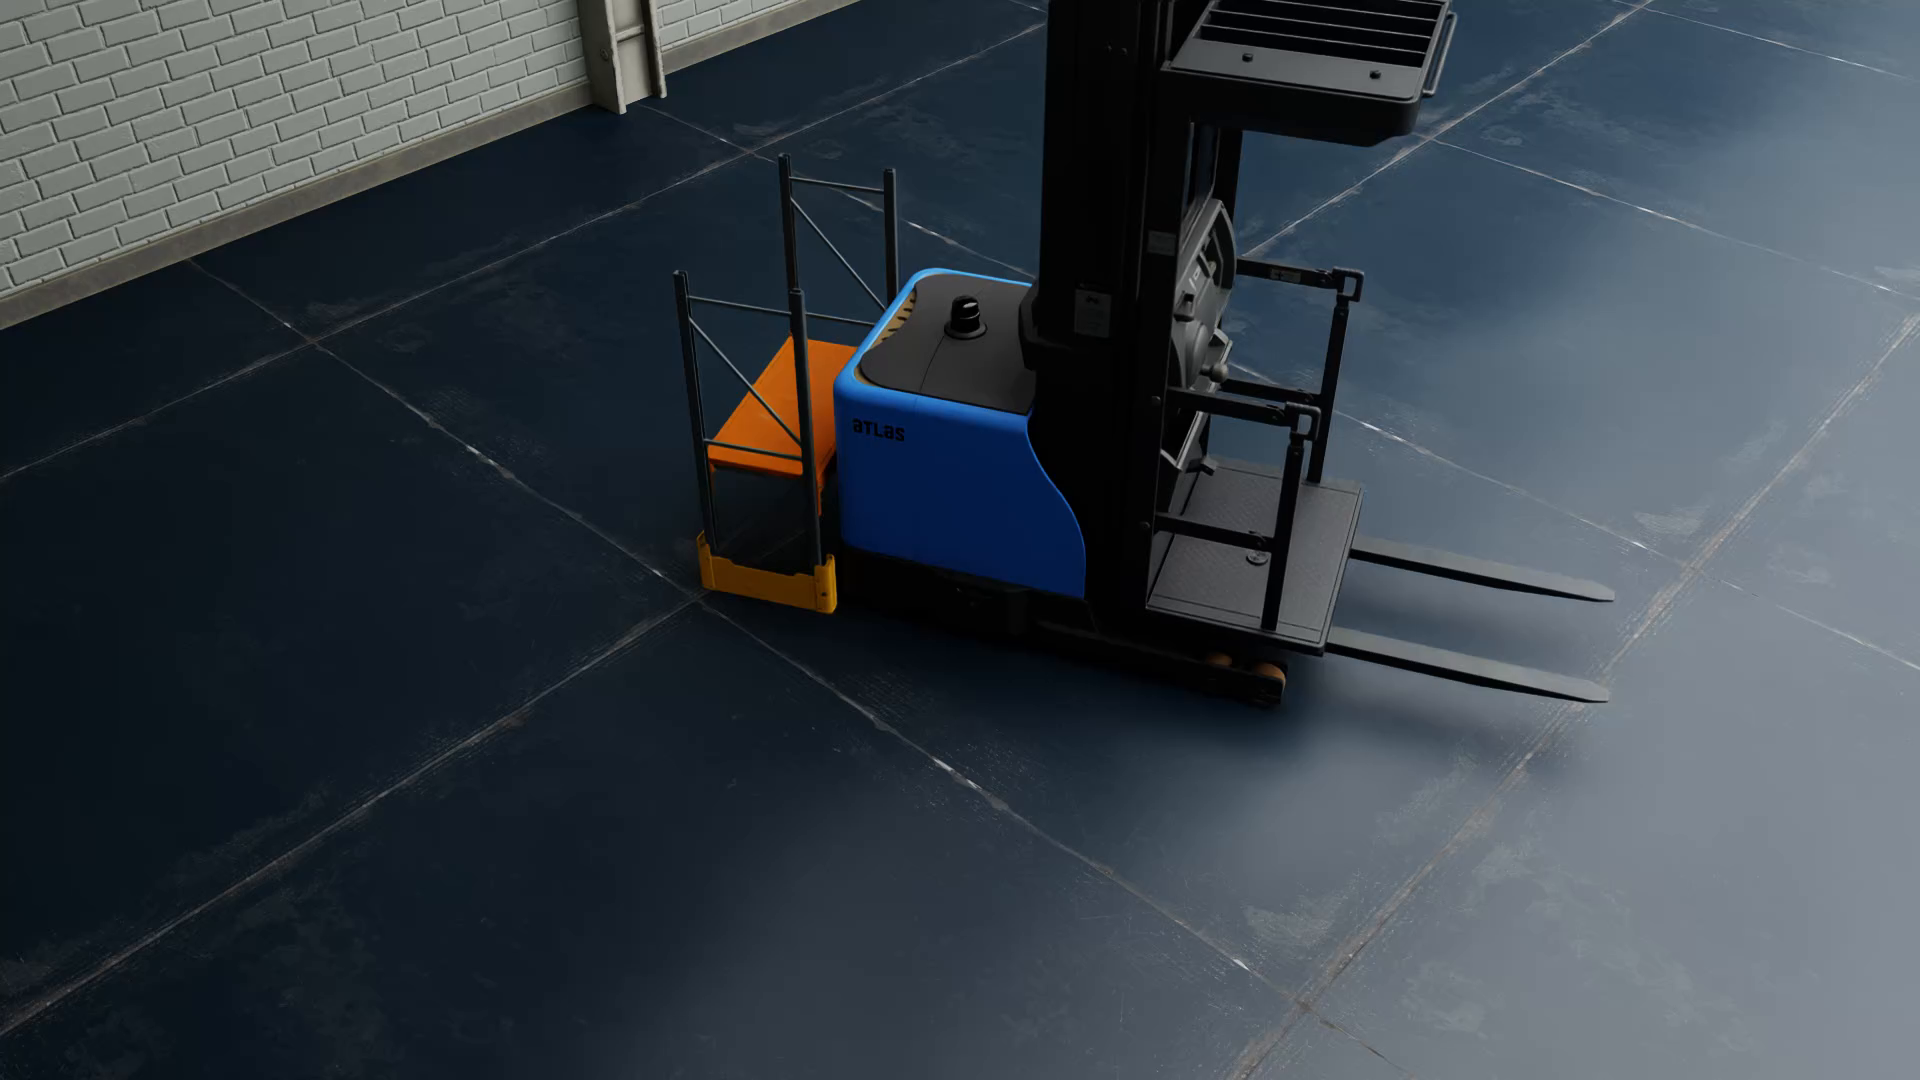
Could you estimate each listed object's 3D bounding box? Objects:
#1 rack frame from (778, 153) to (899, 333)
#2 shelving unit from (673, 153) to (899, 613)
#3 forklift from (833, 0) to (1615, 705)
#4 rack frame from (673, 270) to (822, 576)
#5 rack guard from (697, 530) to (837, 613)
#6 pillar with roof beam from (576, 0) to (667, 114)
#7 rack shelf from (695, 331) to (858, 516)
[{"bbox_3d":[-0.504,-0.952,7.242,0.500,1.500,0.032,11,40,13],"label":"rack frame"},{"bbox_3d":[-0.651,-0.655,6.868,0.587,1.500,1.083,11,40,13],"label":"shelving unit"},{"bbox_3d":[1.074,-0.881,6.003,3.031,2.935,1.130,12,40,15],"label":"forklift"},{"bbox_3d":[-0.803,-0.347,6.481,0.500,1.500,0.032,11,40,13],"label":"rack frame"},{"bbox_3d":[-0.798,0.131,6.885,0.587,0.250,0.087,11,40,13],"label":"rack guard"},{"bbox_3d":[1.011,-4.605,5.811,9.100,9.000,0.400,30,47,32],"label":"pillar with roof beam"},{"bbox_3d":[-0.654,-0.508,6.973,0.538,0.185,1.000,11,40,13],"label":"rack shelf"}]
